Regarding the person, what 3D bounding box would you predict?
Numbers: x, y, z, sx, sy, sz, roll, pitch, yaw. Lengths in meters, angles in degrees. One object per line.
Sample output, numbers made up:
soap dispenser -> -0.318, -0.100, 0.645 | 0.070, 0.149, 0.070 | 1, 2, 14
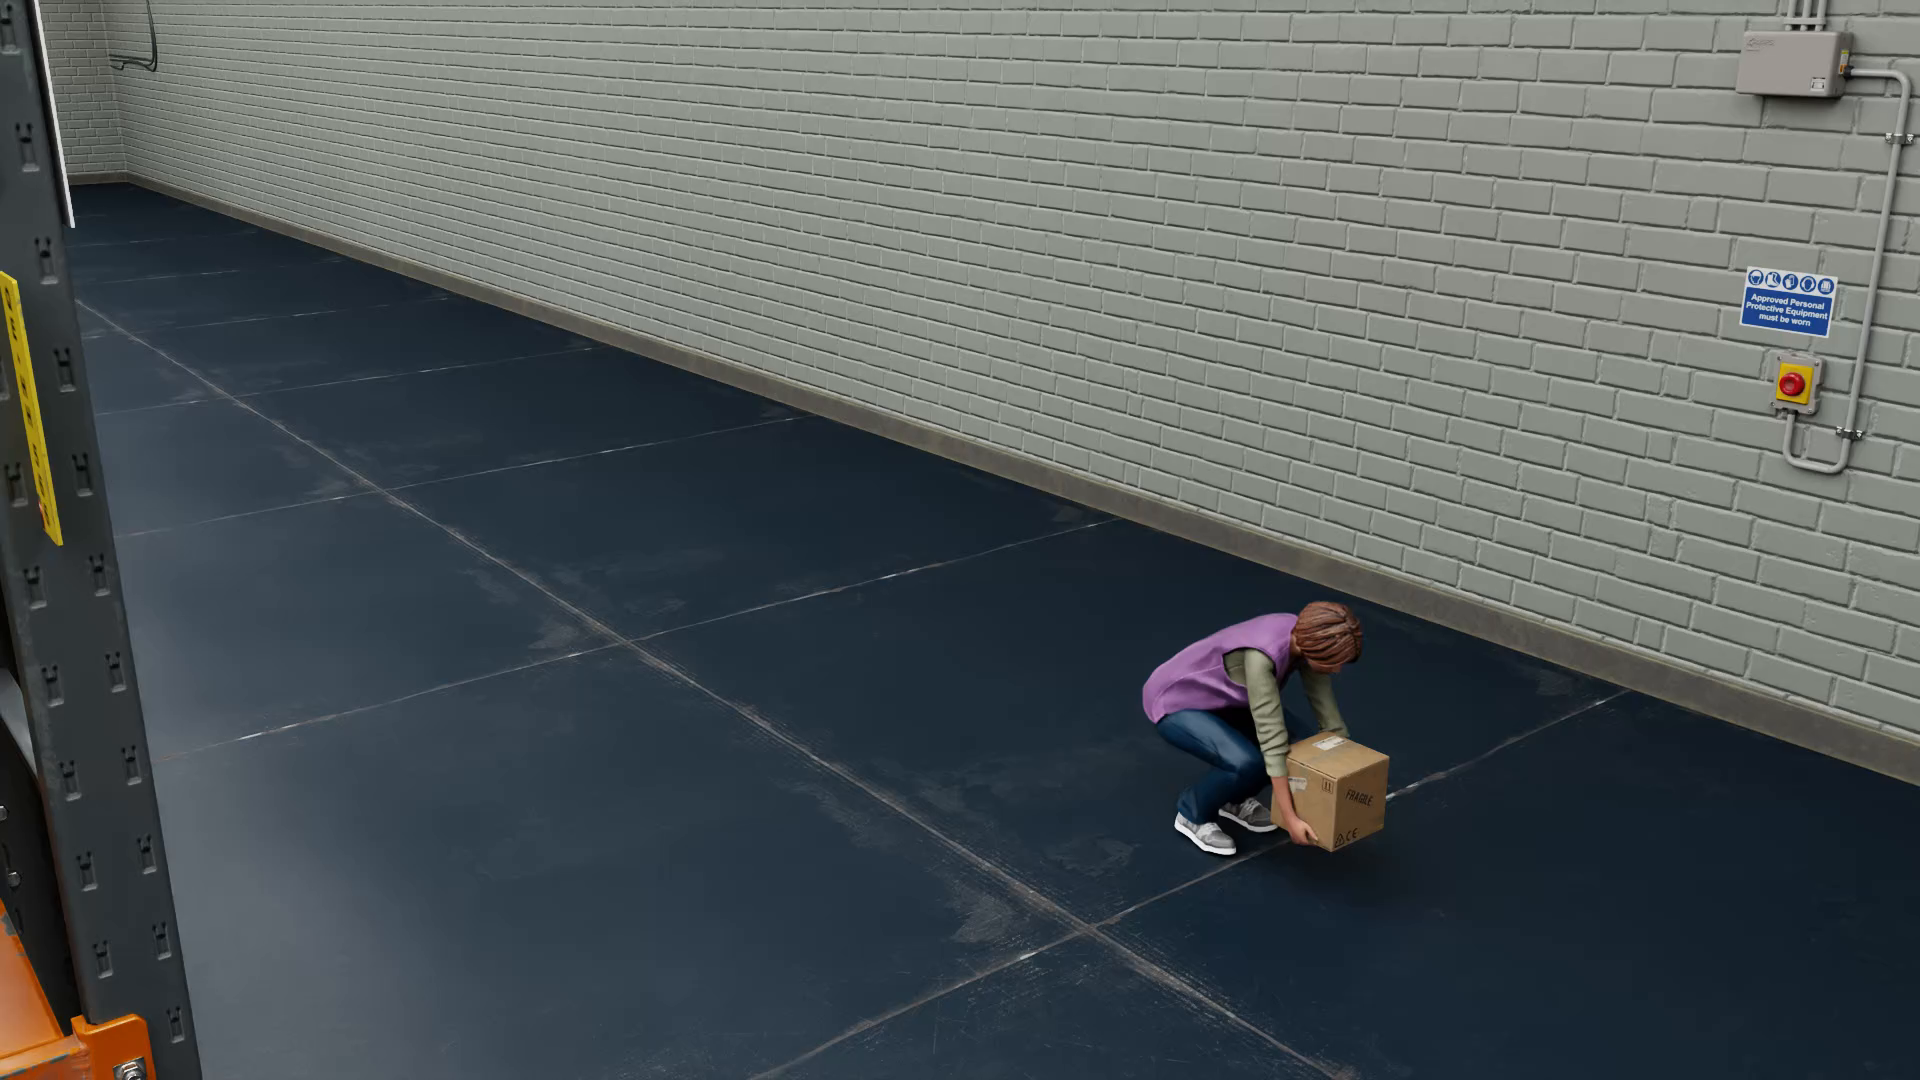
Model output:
person -> 0.957, 0.587, 5.404 | 0.418, 0.901, 0.811 | -14, 23, -37
